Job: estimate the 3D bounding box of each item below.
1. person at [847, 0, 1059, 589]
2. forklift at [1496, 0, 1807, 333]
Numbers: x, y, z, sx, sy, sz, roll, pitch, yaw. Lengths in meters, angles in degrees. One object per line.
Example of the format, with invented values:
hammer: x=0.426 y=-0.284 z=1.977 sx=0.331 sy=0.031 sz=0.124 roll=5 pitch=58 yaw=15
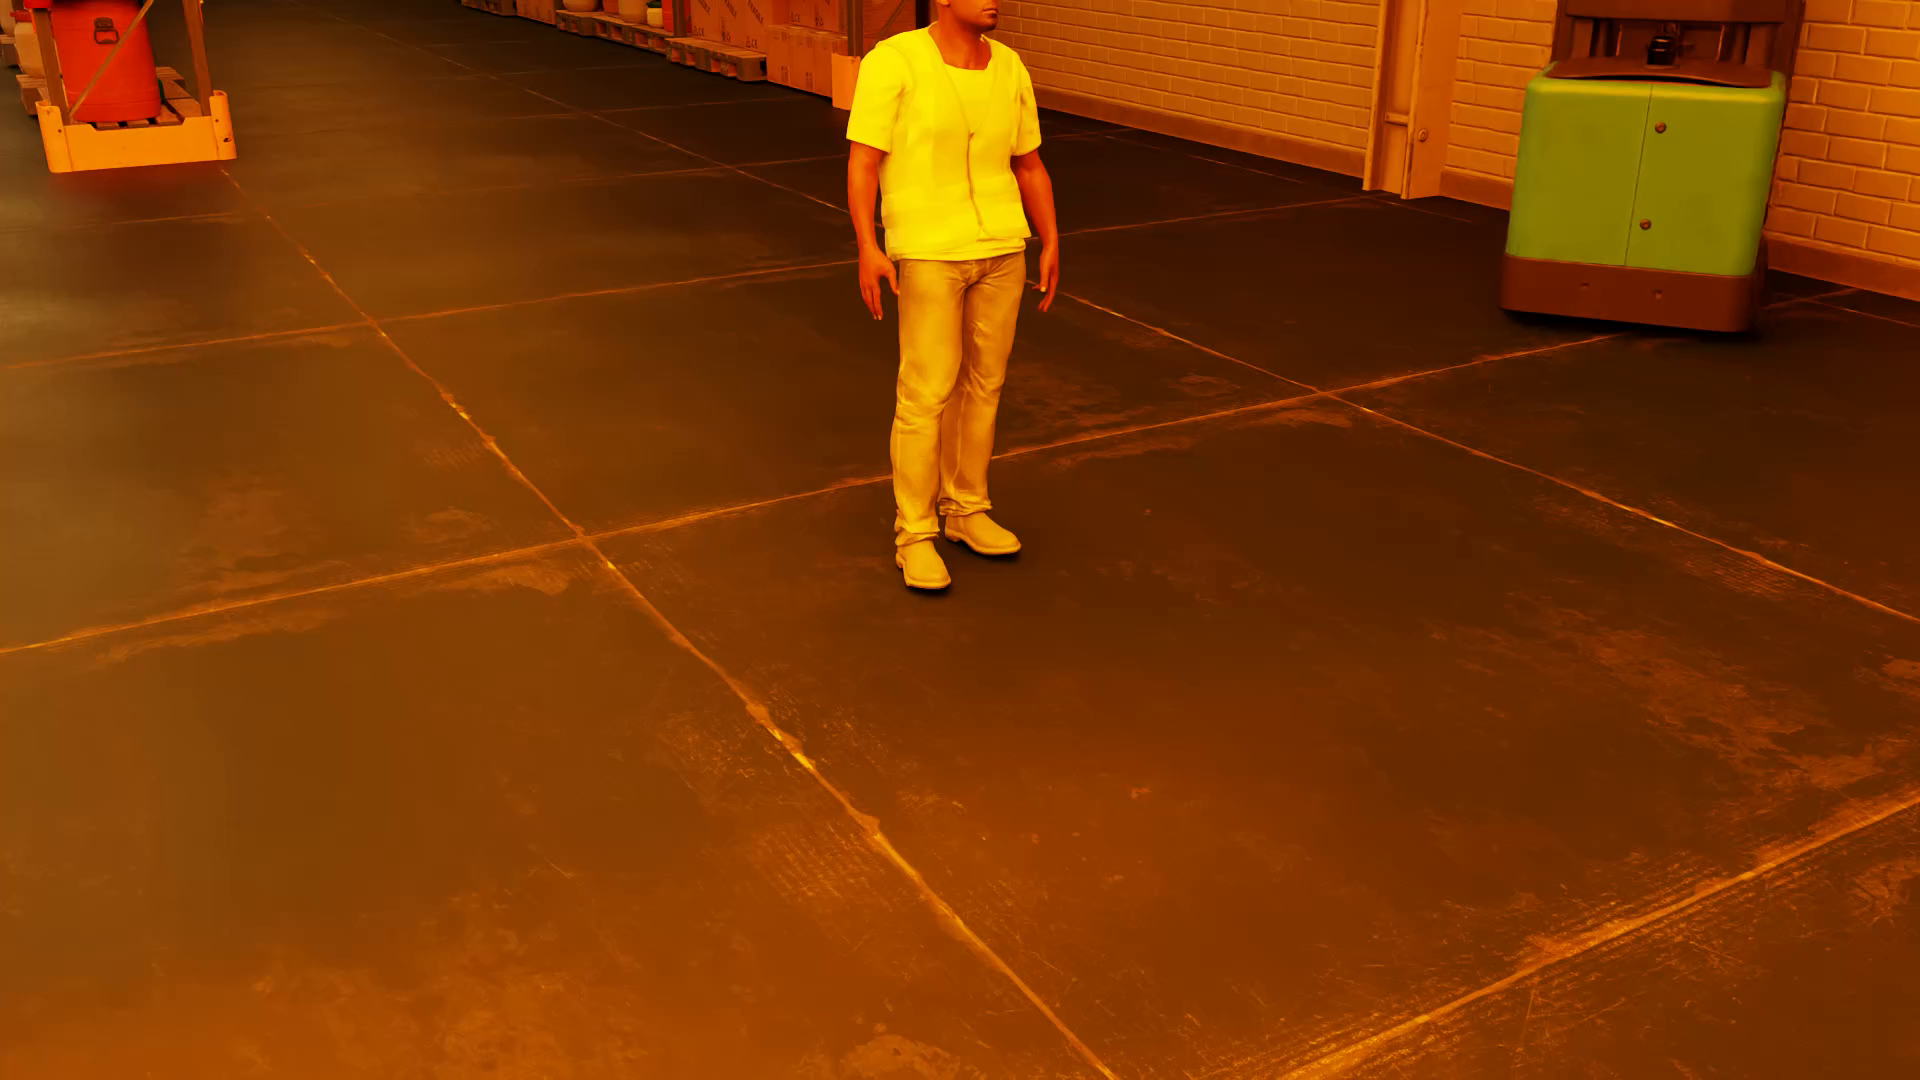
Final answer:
person: x=0.029 y=-0.800 z=4.738 sx=0.665 sy=1.765 sz=0.577 roll=-12 pitch=25 yaw=-28
forklift: x=3.508 y=-2.769 z=8.021 sx=1.130 sy=2.935 sz=3.031 roll=10 pitch=24 yaw=23
